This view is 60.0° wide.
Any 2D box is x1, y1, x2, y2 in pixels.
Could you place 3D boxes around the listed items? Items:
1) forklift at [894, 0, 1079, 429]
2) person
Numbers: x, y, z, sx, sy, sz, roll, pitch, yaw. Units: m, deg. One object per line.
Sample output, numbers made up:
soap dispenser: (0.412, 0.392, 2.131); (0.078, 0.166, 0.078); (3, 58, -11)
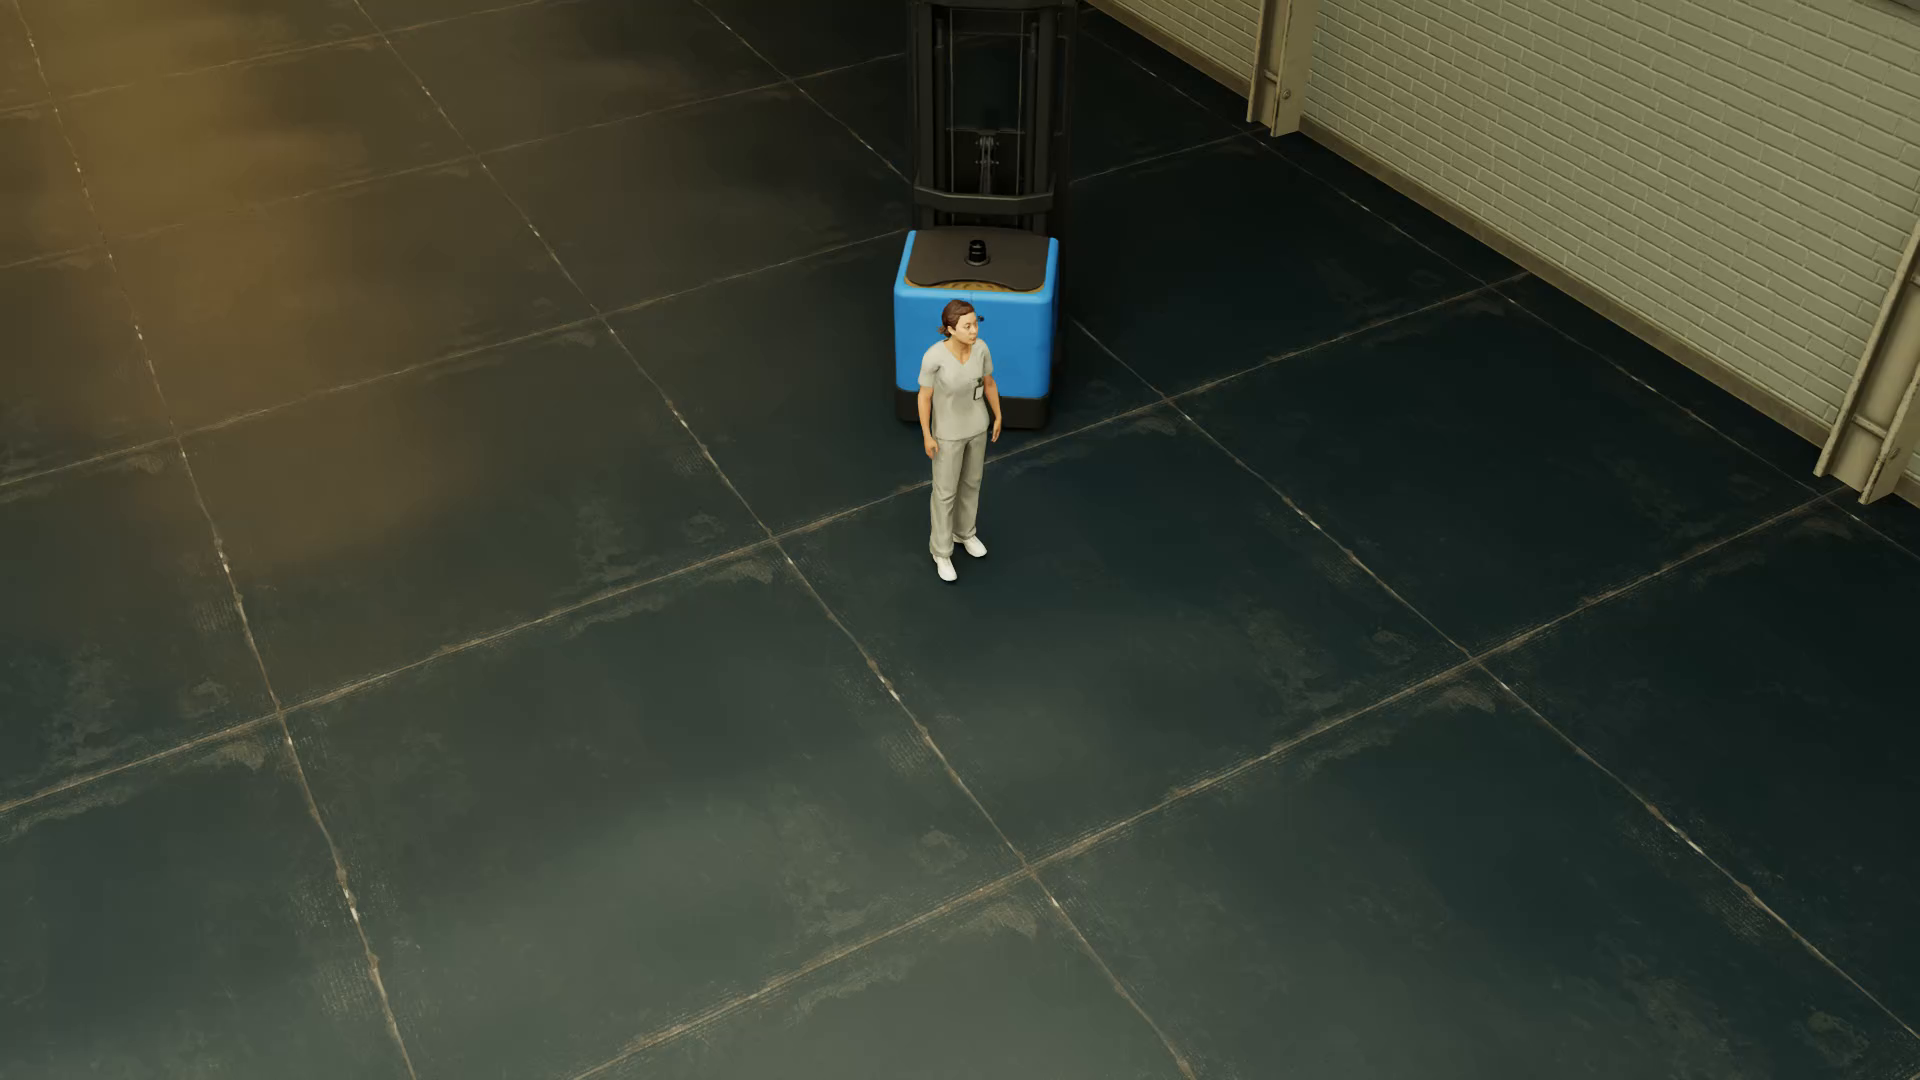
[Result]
forklift: (0.228, -2.805, 11.418); (1.130, 2.935, 3.031); (4, 40, 5)
person: (0.026, -0.606, 9.739); (0.550, 1.675, 0.549); (-20, 44, -23)
